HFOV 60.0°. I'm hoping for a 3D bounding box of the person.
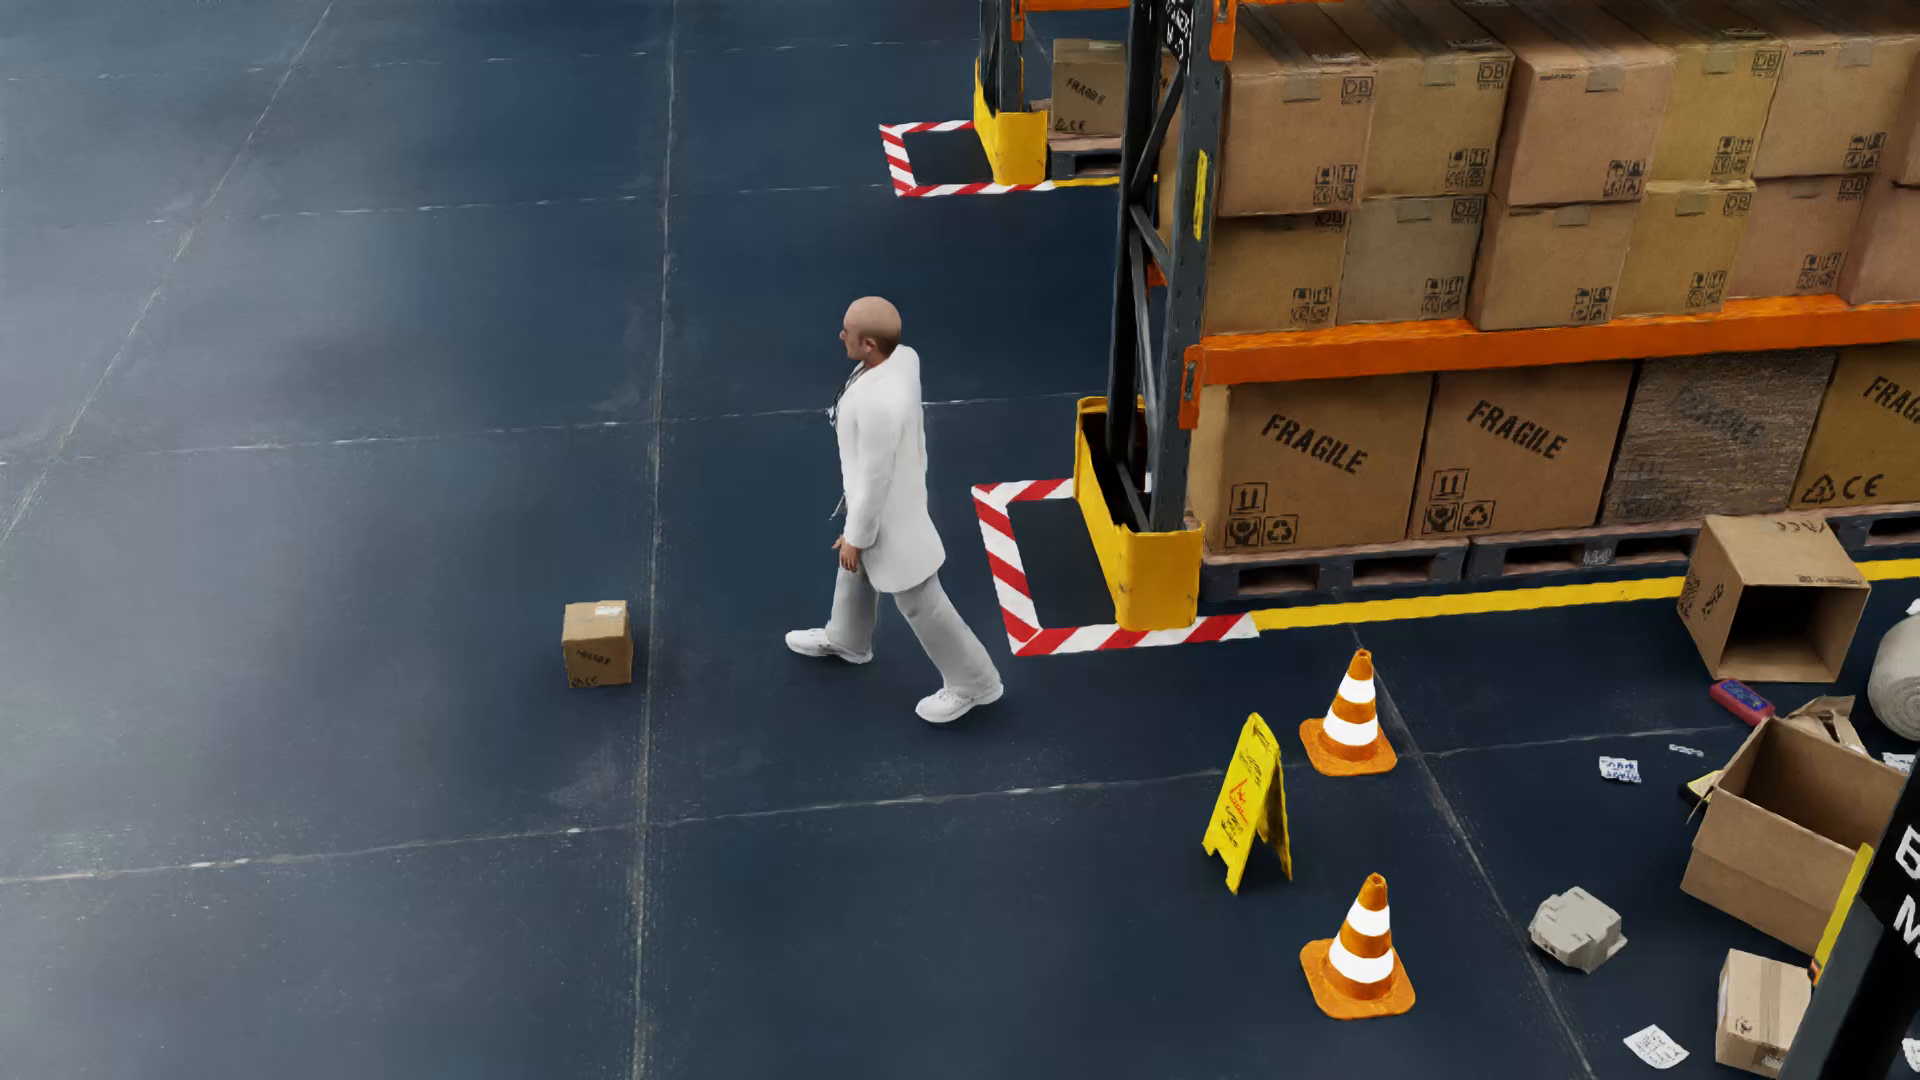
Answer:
[{"bbox_3d":[-0.281,-0.124,6.339,0.927,1.759,0.585,2,34,2],"label":"person"}]
